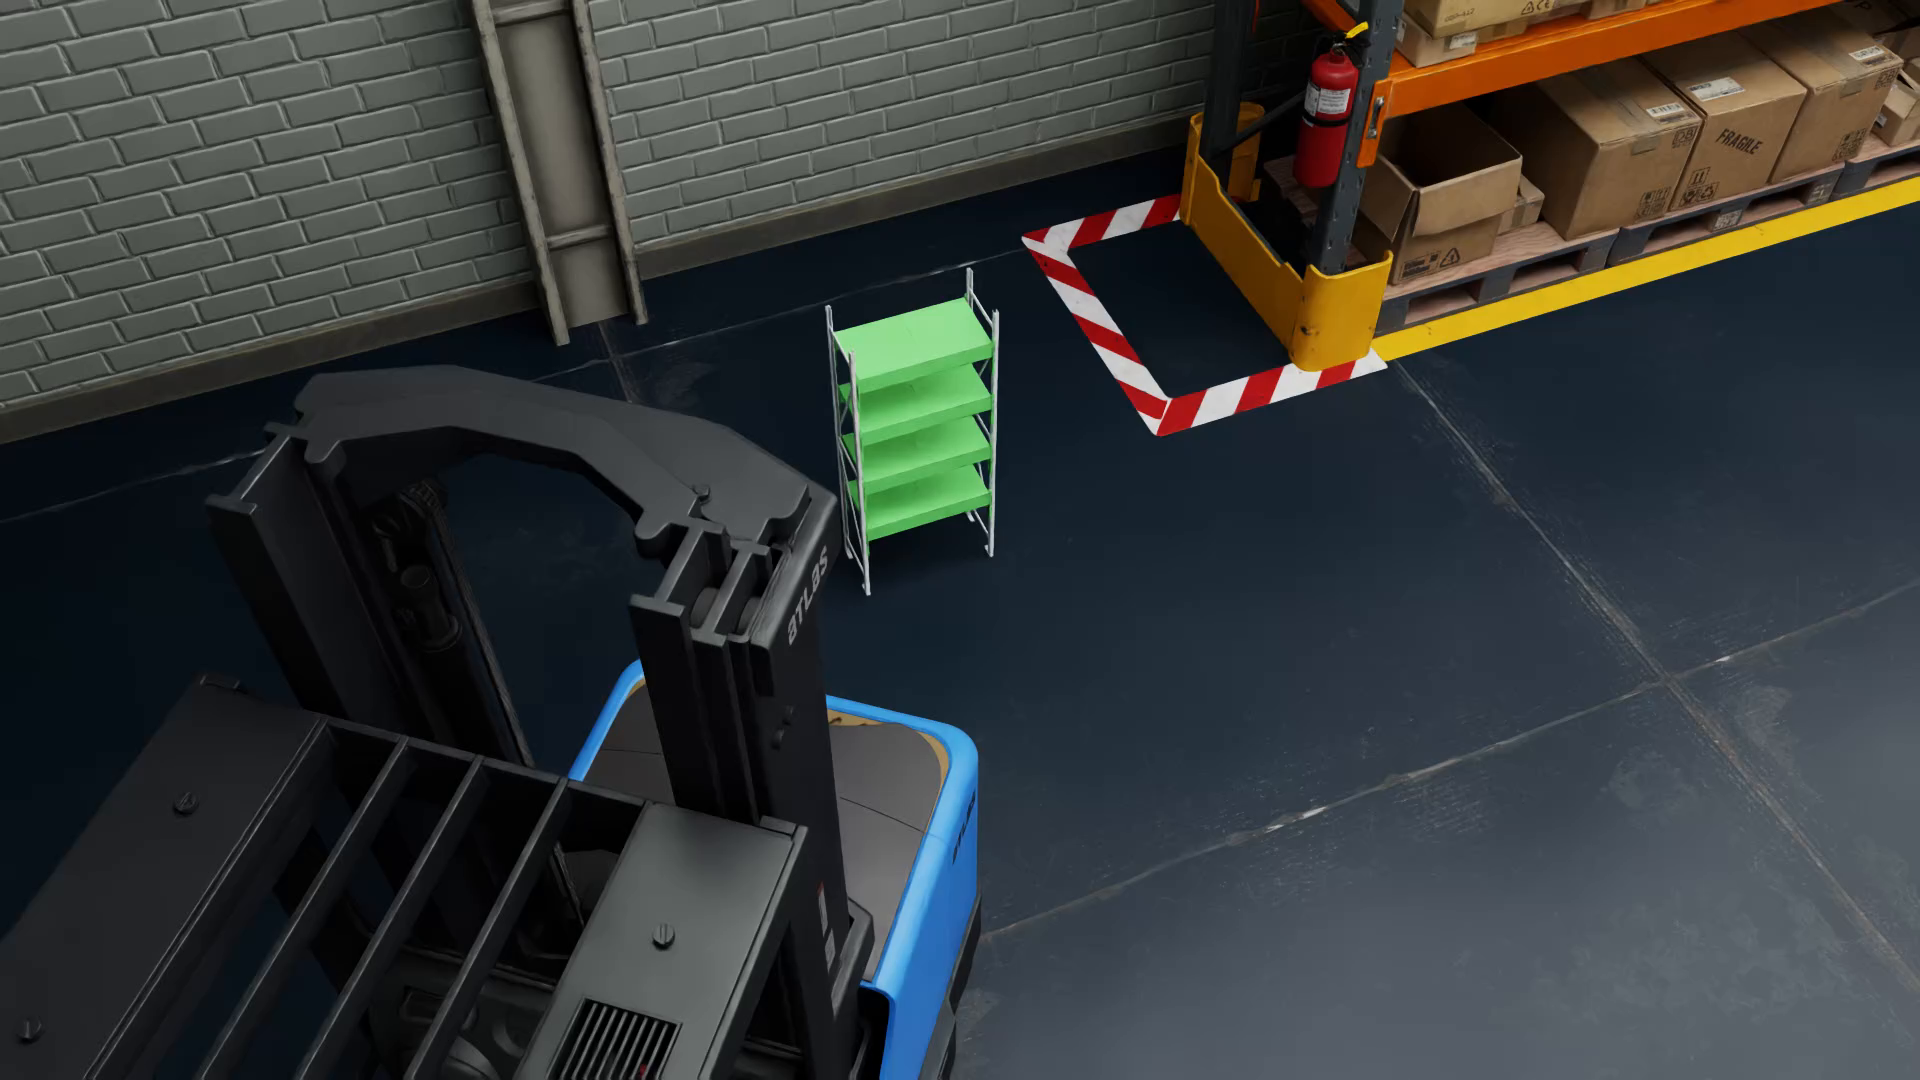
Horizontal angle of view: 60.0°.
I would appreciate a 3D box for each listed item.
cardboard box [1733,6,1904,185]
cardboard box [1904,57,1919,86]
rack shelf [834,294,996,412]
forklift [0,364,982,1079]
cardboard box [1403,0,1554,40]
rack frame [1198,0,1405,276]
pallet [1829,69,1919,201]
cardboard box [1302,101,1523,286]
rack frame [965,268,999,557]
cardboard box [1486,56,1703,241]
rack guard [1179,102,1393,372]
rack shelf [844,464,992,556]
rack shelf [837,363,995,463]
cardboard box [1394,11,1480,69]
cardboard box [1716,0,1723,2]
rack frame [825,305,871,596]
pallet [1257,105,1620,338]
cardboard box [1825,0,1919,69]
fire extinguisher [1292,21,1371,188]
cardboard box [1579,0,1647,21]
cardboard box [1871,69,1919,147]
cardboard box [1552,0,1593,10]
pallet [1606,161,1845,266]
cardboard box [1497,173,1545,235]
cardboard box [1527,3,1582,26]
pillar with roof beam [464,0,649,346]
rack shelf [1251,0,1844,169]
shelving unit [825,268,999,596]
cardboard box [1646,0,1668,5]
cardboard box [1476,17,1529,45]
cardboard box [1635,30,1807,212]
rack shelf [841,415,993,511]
[{"bbox_3d":[3.647,-2.038,7.394,0.500,0.500,0.700,-19,52,-16],"label":"cardboard box"},{"bbox_3d":[4.576,-2.080,7.662,0.250,0.149,0.380,-19,52,-15],"label":"cardboard box"},{"bbox_3d":[-0.153,-0.614,5.438,0.480,0.148,0.258,-17,52,-14],"label":"rack shelf"},{"bbox_3d":[-0.840,1.223,3.268,1.130,2.935,3.031,13,51,11],"label":"forklift"},{"bbox_3d":[1.800,-2.080,5.962,0.500,0.250,0.500,-17,51,-14],"label":"cardboard box"},{"bbox_3d":[1.278,-2.091,6.068,0.127,3.000,1.000,-17,52,-14],"label":"rack frame"},{"bbox_3d":[4.345,-2.133,7.943,1.213,0.211,1.003,-17,52,-14],"label":"pallet"},{"bbox_3d":[1.880,-1.523,6.950,0.637,0.503,0.797,-19,52,-16],"label":"cardboard box"},{"bbox_3d":[0.073,-0.413,5.814,0.015,1.200,0.240,-17,52,-14],"label":"rack frame"},{"bbox_3d":[2.686,-1.740,7.138,0.500,0.500,0.700,-15,51,-13],"label":"cardboard box"},{"bbox_3d":[1.348,-1.298,7.035,0.348,0.500,1.175,-17,52,-14],"label":"rack guard"},{"bbox_3d":[-0.153,-0.145,5.985,0.480,0.148,0.258,-17,52,-14],"label":"rack shelf"},{"bbox_3d":[-0.153,-0.458,5.620,0.480,0.148,0.258,-17,52,-14],"label":"rack shelf"},{"bbox_3d":[1.686,-1.911,6.079,0.250,0.149,0.380,-18,52,-15],"label":"cardboard box"},{"bbox_3d":[2.897,-2.245,6.367,0.250,0.149,0.380,-19,52,-15],"label":"cardboard box"},{"bbox_3d":[-0.379,-0.273,5.694,0.015,1.200,0.240,-17,52,-14],"label":"rack frame"},{"bbox_3d":[2.086,-1.433,7.342,1.213,0.211,1.003,-17,52,-14],"label":"pallet"},{"bbox_3d":[4.280,-2.475,7.894,0.500,0.311,0.500,-16,51,-13],"label":"cardboard box"},{"bbox_3d":[1.316,-1.577,5.924,0.183,0.674,0.296,-17,52,-14],"label":"fire extinguisher"},{"bbox_3d":[2.391,-2.145,6.281,0.250,0.149,0.380,-16,51,-13],"label":"cardboard box"},{"bbox_3d":[4.246,-2.016,7.529,0.258,0.266,0.396,-16,51,-13],"label":"cardboard box"},{"bbox_3d":[2.266,-2.225,6.086,0.500,0.250,0.500,-17,51,-14],"label":"cardboard box"},{"bbox_3d":[3.214,-1.780,7.640,1.213,0.211,1.003,-17,52,-14],"label":"pallet"},{"bbox_3d":[2.288,-1.502,7.165,0.250,0.149,0.380,-19,52,-16],"label":"cardboard box"},{"bbox_3d":[2.134,-2.116,6.255,0.250,0.149,0.380,-18,52,-15],"label":"cardboard box"},{"bbox_3d":[0.069,-0.881,1.075,0.400,9.000,9.100,-17,52,-14],"label":"pillar with roof beam"},{"bbox_3d":[3.129,-2.430,6.834,4.000,0.370,1.077,-17,52,-14],"label":"rack shelf"},{"bbox_3d":[-0.153,-0.343,5.754,0.503,1.200,0.258,-17,52,-14],"label":"shelving unit"},{"bbox_3d":[2.635,-2.225,6.350,0.250,0.149,0.380,-16,51,-14],"label":"cardboard box"},{"bbox_3d":[1.904,-2.016,6.170,0.250,0.149,0.380,-16,51,-13],"label":"cardboard box"},{"bbox_3d":[3.213,-1.821,7.208,0.500,0.500,0.500,-16,51,-14],"label":"cardboard box"},{"bbox_3d":[-0.153,-0.302,5.802,0.480,0.148,0.258,-17,52,-14],"label":"rack shelf"}]
